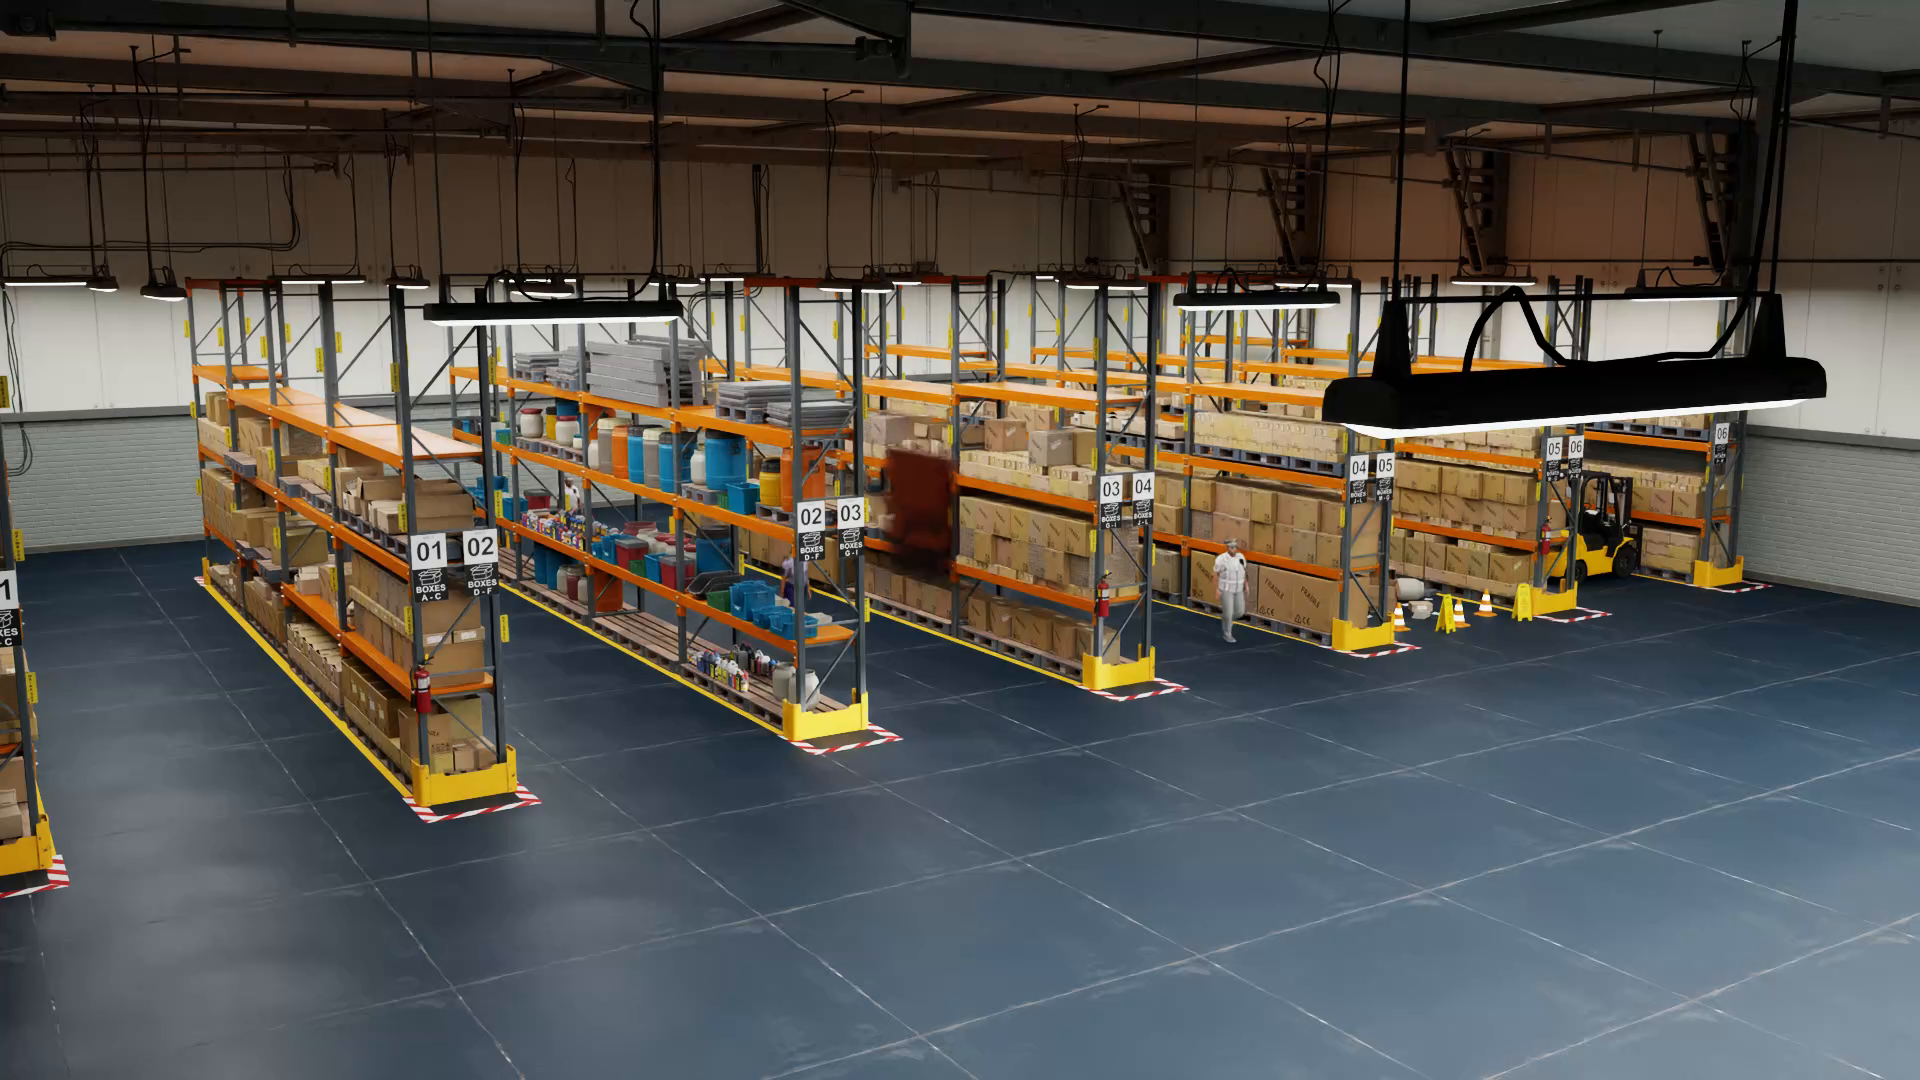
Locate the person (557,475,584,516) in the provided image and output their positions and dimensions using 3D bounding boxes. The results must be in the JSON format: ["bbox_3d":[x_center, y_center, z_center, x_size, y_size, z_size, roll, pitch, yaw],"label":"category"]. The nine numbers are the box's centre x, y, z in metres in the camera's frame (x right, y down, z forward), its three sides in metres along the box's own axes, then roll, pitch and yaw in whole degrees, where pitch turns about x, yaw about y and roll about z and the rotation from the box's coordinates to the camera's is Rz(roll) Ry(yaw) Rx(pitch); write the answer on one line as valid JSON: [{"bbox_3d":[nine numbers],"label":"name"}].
[{"bbox_3d":[-8.652,-0.654,36.916,0.494,1.616,1.021,-7,12,-34],"label":"person"}]

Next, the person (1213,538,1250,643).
[{"bbox_3d":[4.489,0.806,27.810,0.598,1.761,0.648,-4,10,-22],"label":"person"}]

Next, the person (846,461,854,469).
[{"bbox_3d":[-3.047,-1.980,44.650,0.517,1.678,1.019,6,11,33],"label":"person"}]

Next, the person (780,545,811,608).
[{"bbox_3d":[-2.620,0.836,26.523,0.911,1.627,0.498,8,13,40],"label":"person"}]
